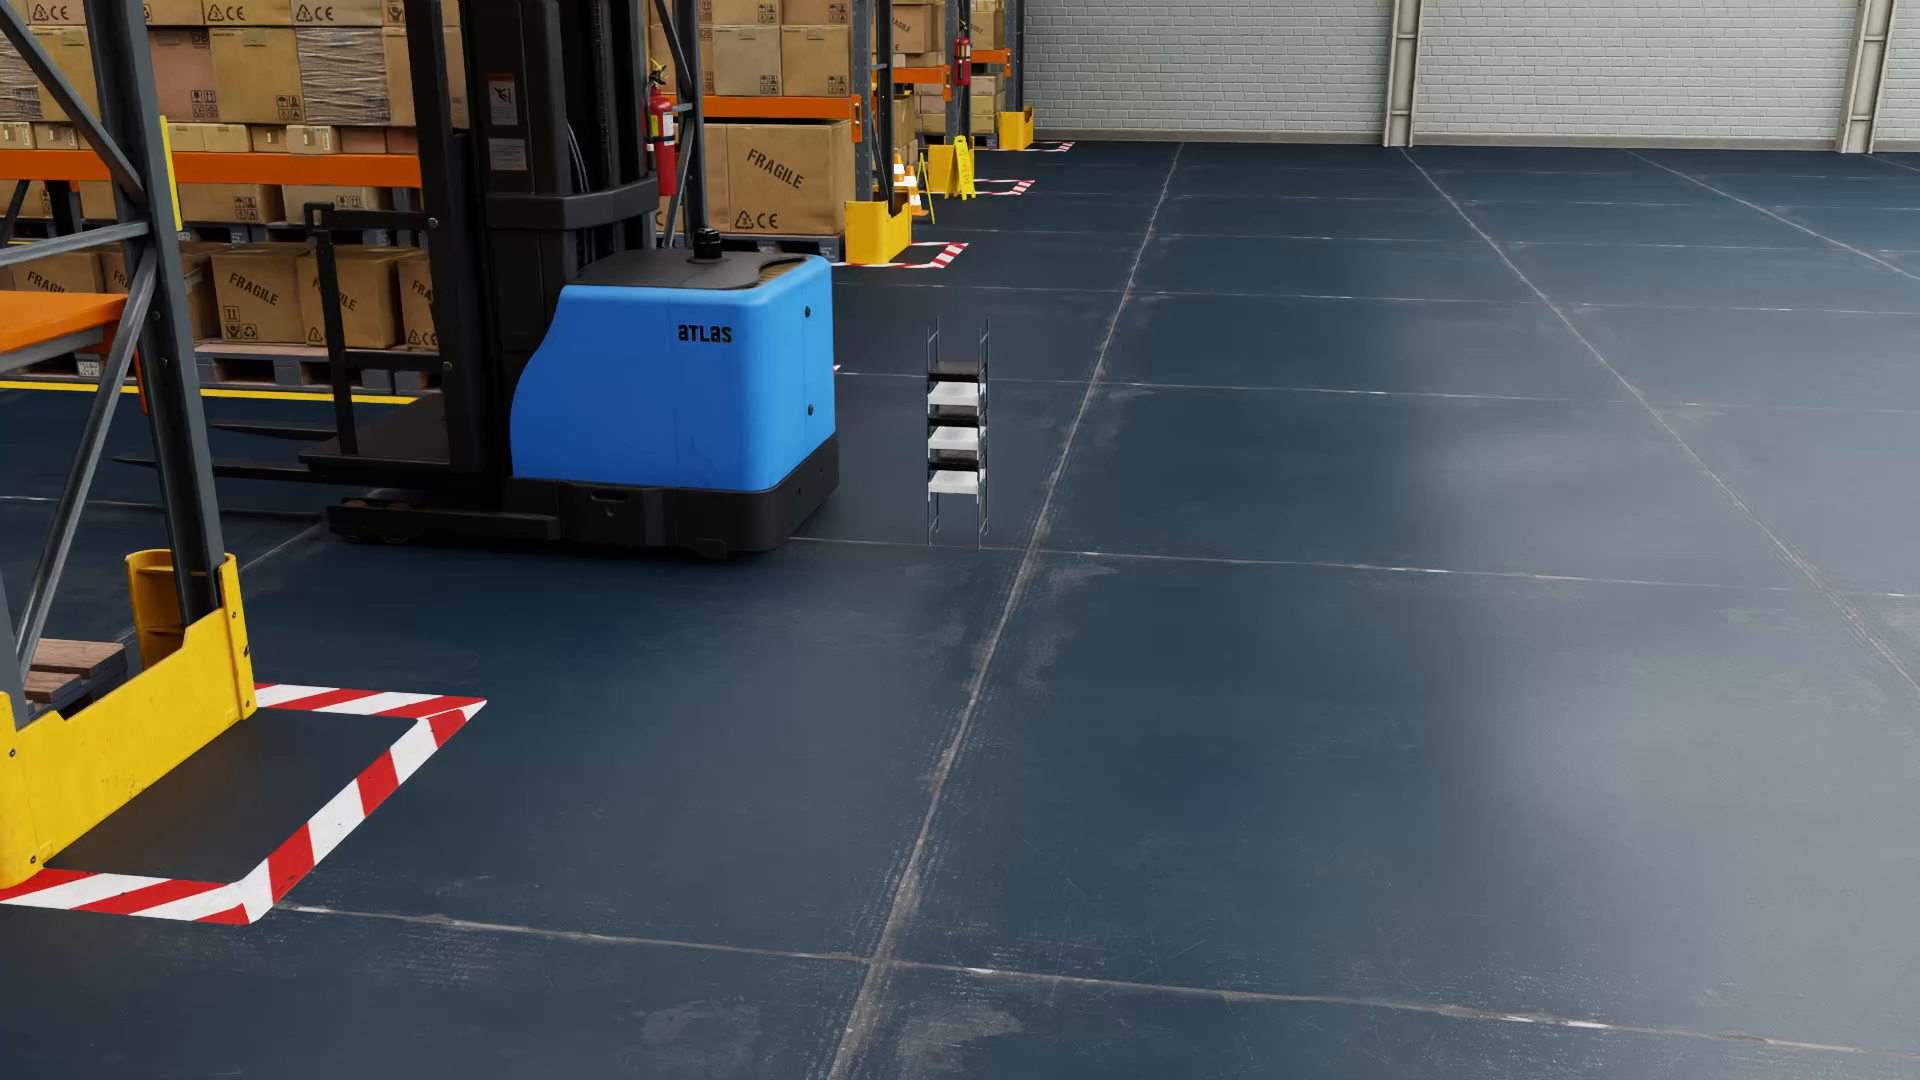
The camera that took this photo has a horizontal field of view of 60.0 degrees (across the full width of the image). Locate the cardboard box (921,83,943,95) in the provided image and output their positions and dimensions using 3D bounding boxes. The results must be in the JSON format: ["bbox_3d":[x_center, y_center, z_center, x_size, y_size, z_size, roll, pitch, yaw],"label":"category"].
[{"bbox_3d":[-0.243,-6.272,22.917,0.500,0.250,0.500,3,19,10],"label":"cardboard box"}]

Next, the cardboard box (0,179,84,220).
[{"bbox_3d":[-8.015,-3.318,14.877,0.750,0.750,1.050,3,19,8],"label":"cardboard box"}]

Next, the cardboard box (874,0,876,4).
[{"bbox_3d":[-1.055,-6.046,17.943,0.500,0.500,0.700,3,19,9],"label":"cardboard box"}]

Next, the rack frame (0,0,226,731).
[{"bbox_3d":[-2.375,-0.742,4.292,0.127,3.000,1.000,3,19,9],"label":"rack frame"}]

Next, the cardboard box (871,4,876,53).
[{"bbox_3d":[-1.091,-5.554,18.049,0.500,0.500,0.500,3,19,9],"label":"cardboard box"}]

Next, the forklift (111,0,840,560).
[{"bbox_3d":[-2.100,-1.531,6.761,3.031,2.935,1.130,4,19,11],"label":"forklift"}]

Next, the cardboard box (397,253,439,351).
[{"bbox_3d":[-2.799,-1.363,9.427,0.500,0.500,0.500,8,20,23],"label":"cardboard box"}]

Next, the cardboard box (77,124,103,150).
[{"bbox_3d":[-4.630,-2.240,9.167,0.250,0.149,0.380,3,19,9],"label":"cardboard box"}]

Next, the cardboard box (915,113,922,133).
[{"bbox_3d":[-0.730,-5.829,23.169,0.500,0.250,0.500,3,19,9],"label":"cardboard box"}]

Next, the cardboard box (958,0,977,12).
[{"bbox_3d":[0.122,-7.242,22.539,0.250,0.149,0.380,3,19,10],"label":"cardboard box"}]

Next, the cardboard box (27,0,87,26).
[{"bbox_3d":[-4.641,-3.030,8.930,0.500,0.500,0.500,3,19,9],"label":"cardboard box"}]

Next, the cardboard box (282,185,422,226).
[{"bbox_3d":[-5.280,-3.179,14.460,0.750,0.750,1.050,3,19,8],"label":"cardboard box"}]

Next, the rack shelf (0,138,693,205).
[{"bbox_3d":[-3.564,-2.053,9.345,4.000,0.370,1.077,3,19,9],"label":"rack shelf"}]

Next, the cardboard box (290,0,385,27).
[{"bbox_3d":[-3.160,-2.956,8.707,0.500,0.500,0.500,3,19,9],"label":"cardboard box"}]

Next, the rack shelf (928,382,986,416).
[{"bbox_3d":[-0.008,-0.566,6.615,0.200,0.077,0.258,3,19,9],"label":"rack shelf"}]

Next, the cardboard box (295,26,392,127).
[{"bbox_3d":[-3.128,-2.544,9.054,0.500,0.500,0.875,3,19,9],"label":"cardboard box"}]

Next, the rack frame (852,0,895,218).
[{"bbox_3d":[-0.703,-3.842,13.559,0.127,3.000,1.000,3,19,9],"label":"rack frame"}]

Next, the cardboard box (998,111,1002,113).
[{"bbox_3d":[0.312,-5.934,23.484,0.500,0.250,0.500,3,19,9],"label":"cardboard box"}]

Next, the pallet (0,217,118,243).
[{"bbox_3d":[-7.835,-2.859,15.016,1.213,0.211,1.003,3,19,9],"label":"pallet"}]

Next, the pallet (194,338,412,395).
[{"bbox_3d":[-3.662,-1.089,9.725,1.213,0.211,1.003,3,19,9],"label":"pallet"}]

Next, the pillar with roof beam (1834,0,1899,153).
[{"bbox_3d":[11.387,-8.163,17.018,0.400,9.000,9.100,3,19,9],"label":"pillar with roof beam"}]

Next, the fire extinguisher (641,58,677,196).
[{"bbox_3d":[-1.550,-2.107,8.494,0.183,0.674,0.296,3,19,9],"label":"fire extinguisher"}]

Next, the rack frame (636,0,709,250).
[{"bbox_3d":[-1.590,-2.293,8.930,0.127,3.000,1.000,3,19,9],"label":"rack frame"}]

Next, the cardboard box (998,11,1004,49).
[{"bbox_3d":[0.321,-7.113,23.176,0.500,0.500,0.500,4,19,10],"label":"cardboard box"}]

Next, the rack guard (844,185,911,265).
[{"bbox_3d":[-0.679,-2.656,13.952,0.348,0.500,1.175,3,19,9],"label":"rack guard"}]

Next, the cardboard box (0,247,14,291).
[{"bbox_3d":[-6.142,-1.556,9.971,0.500,0.500,0.700,1,19,4],"label":"cardboard box"}]

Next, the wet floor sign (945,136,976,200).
[{"bbox_3d":[0.000,-3.937,17.552,0.232,0.644,0.267,10,21,27],"label":"wet floor sign"}]

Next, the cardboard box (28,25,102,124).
[{"bbox_3d":[-4.616,-2.605,9.235,0.500,0.500,0.875,3,19,9],"label":"cardboard box"}]

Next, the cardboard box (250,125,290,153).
[{"bbox_3d":[-3.637,-2.201,9.049,0.250,0.149,0.380,3,19,9],"label":"cardboard box"}]

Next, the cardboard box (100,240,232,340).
[{"bbox_3d":[-4.584,-1.449,9.685,0.500,0.500,0.500,9,21,26],"label":"cardboard box"}]

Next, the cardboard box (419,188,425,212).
[{"bbox_3d":[-4.043,-3.181,14.271,0.875,0.875,0.875,3,19,9],"label":"cardboard box"}]

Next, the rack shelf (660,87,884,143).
[{"bbox_3d":[-2.678,-3.602,13.974,4.000,0.370,1.077,3,19,9],"label":"rack shelf"}]

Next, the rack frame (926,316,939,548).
[{"bbox_3d":[-0.108,-0.432,6.677,0.006,0.900,0.240,3,19,9],"label":"rack frame"}]

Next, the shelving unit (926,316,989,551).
[{"bbox_3d":[-0.008,-0.427,6.662,0.210,0.900,0.258,3,19,9],"label":"shelving unit"}]

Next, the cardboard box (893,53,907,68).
[{"bbox_3d":[-0.689,-5.209,18.039,0.250,0.149,0.380,3,19,8],"label":"cardboard box"}]

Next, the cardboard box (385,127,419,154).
[{"bbox_3d":[-2.890,-2.176,8.975,0.250,0.149,0.380,3,19,9],"label":"cardboard box"}]

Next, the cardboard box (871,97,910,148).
[{"bbox_3d":[-0.850,-4.608,18.336,0.500,0.500,0.500,3,19,9],"label":"cardboard box"}]

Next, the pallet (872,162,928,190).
[{"bbox_3d":[-0.889,-4.131,18.818,1.213,0.211,1.003,3,19,9],"label":"pallet"}]

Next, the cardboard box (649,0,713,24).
[{"bbox_3d":[-2.152,-4.526,13.664,0.550,0.550,0.875,3,19,9],"label":"cardboard box"}]

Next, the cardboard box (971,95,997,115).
[{"bbox_3d":[0.236,-6.012,22.928,0.500,0.250,0.500,3,19,8],"label":"cardboard box"}]

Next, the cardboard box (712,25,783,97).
[{"bbox_3d":[-1.623,-3.939,13.611,0.550,0.550,0.875,3,19,9],"label":"cardboard box"}]

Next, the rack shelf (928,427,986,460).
[{"bbox_3d":[-0.008,-0.396,6.672,0.200,0.077,0.258,3,19,9],"label":"rack shelf"}]

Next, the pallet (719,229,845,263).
[{"bbox_3d":[-1.505,-2.535,14.048,1.213,0.211,1.003,3,19,9],"label":"pallet"}]
